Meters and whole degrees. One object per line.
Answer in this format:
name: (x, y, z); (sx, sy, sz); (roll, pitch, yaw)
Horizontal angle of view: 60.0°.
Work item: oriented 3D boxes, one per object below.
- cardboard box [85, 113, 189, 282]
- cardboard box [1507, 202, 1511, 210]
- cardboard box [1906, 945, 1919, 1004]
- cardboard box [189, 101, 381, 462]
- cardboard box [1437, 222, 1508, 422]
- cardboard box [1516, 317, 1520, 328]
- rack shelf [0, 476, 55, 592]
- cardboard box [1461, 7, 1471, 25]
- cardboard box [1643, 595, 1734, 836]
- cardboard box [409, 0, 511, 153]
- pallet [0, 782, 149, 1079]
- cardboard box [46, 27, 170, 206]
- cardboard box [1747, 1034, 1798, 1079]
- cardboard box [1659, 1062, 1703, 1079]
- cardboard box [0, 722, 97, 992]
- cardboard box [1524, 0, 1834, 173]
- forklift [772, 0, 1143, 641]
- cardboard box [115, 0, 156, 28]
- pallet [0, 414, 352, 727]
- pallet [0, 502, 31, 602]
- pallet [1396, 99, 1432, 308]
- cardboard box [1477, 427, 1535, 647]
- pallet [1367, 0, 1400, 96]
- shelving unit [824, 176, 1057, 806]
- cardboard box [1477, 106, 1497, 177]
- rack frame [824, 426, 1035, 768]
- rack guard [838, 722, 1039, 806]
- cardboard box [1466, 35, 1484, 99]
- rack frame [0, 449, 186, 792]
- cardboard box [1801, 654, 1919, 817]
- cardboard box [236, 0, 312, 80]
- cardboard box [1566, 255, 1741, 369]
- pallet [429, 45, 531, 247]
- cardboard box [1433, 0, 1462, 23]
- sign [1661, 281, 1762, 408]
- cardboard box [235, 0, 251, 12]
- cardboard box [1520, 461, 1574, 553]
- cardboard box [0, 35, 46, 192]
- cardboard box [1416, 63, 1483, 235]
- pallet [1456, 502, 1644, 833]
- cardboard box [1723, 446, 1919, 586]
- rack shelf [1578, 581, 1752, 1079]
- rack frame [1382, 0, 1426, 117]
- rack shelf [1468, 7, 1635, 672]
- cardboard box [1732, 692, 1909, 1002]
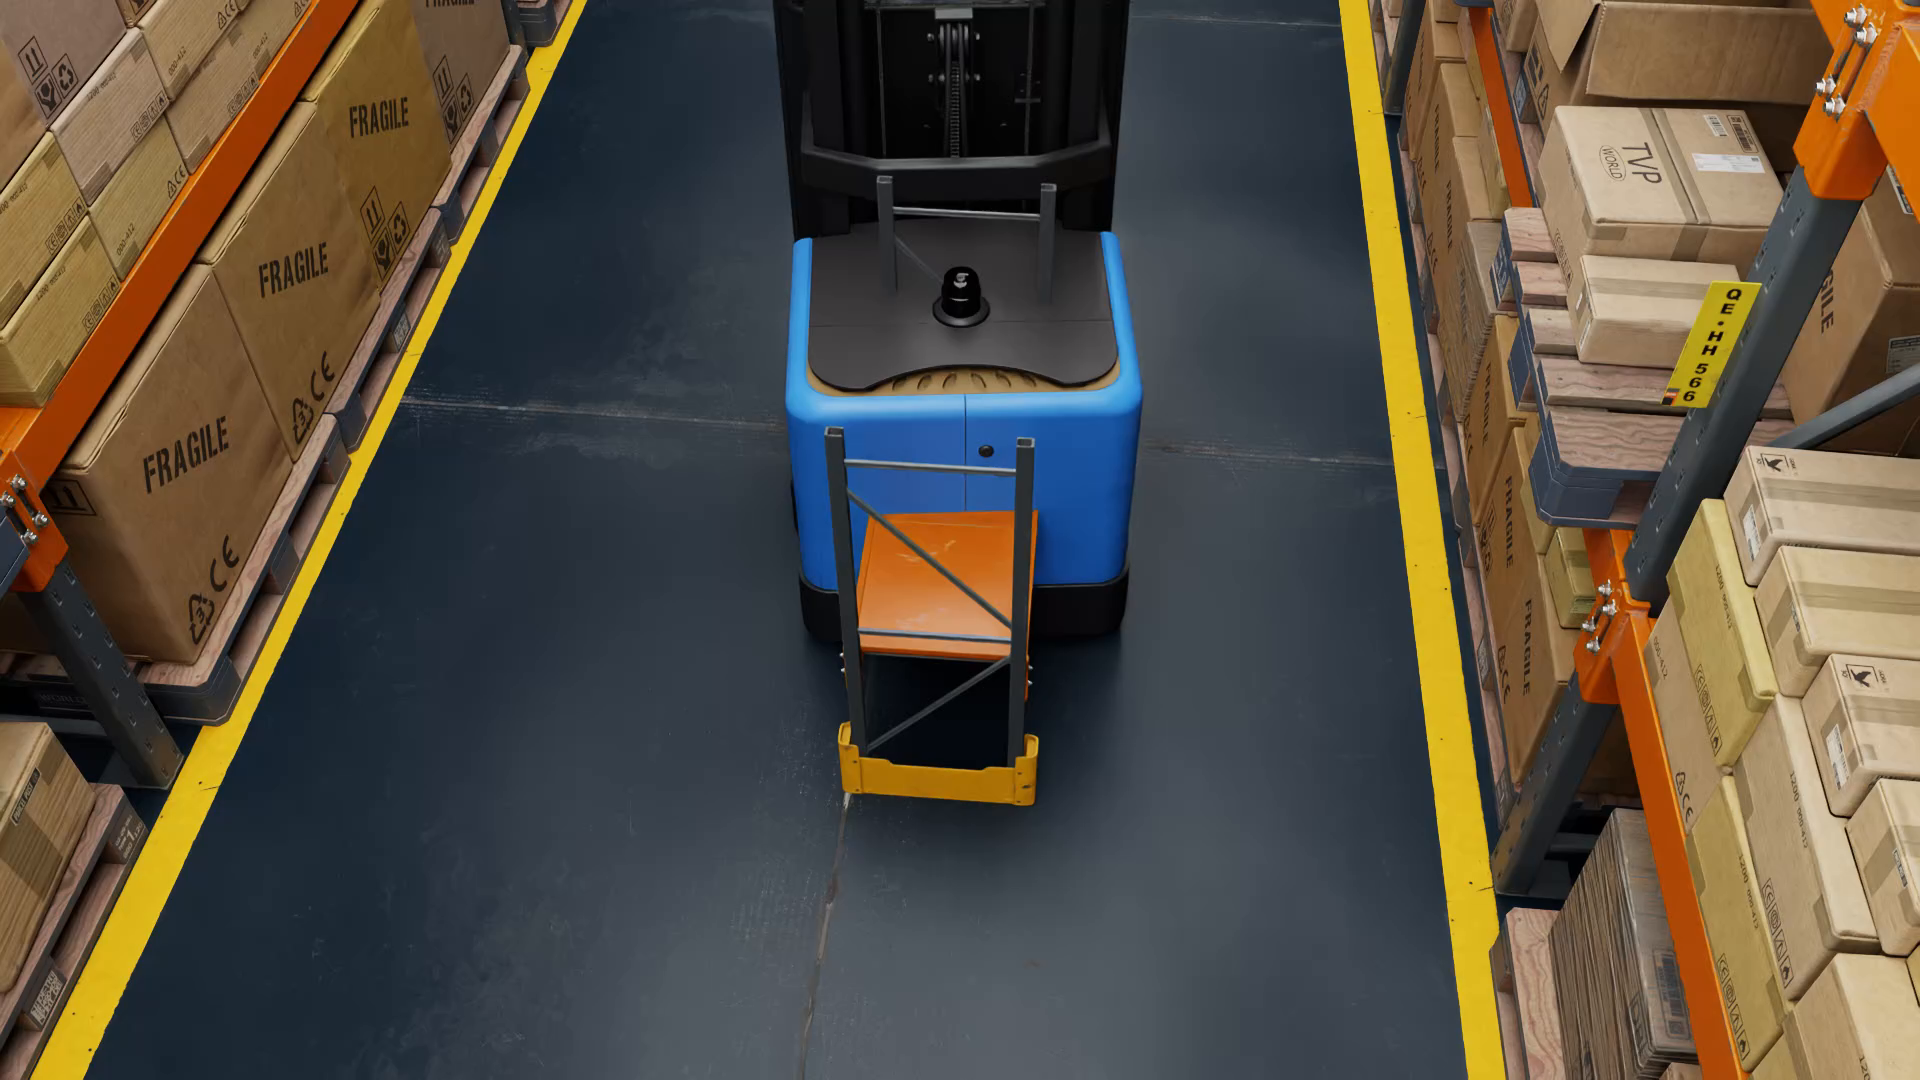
cardboard box: (-2.569, -0.997, 4.730); (0.500, 0.250, 0.500); (3, 48, 2)
cardboard box: (2.065, -1.042, 5.640); (0.380, 0.149, 0.250); (4, 48, 4)
cardboard box: (1.703, 0.733, 2.539); (0.380, 0.149, 0.250); (4, 48, 4)
cardboard box: (-2.662, -0.908, 5.703); (0.875, 0.875, 0.875); (4, 48, 4)
cardboard box: (2.005, -0.753, 5.815); (0.500, 0.500, 0.500); (2, 48, 2)
cardboard box: (1.996, -0.660, 5.290); (0.380, 0.149, 0.250); (3, 48, 3)
rack shelf: (-3.075, 1.386, 2.937); (1.077, 0.370, 4.000); (4, 48, 4)
cardboard box: (2.141, -2.112, 6.417); (0.380, 0.149, 0.250); (2, 48, 2)
cardboard box: (1.766, 0.365, 3.485); (0.500, 0.250, 0.500); (4, 48, 4)
cardboard box: (-2.505, -2.229, 6.911); (0.875, 0.875, 0.875); (5, 48, 5)
pallet: (-2.966, 1.189, 4.519); (1.003, 0.211, 1.213); (4, 48, 4)
cardboard box: (-2.553, -1.180, 4.559); (0.500, 0.250, 0.500); (5, 48, 4)
cardboard box: (1.676, 1.113, 2.801); (0.500, 0.250, 0.500); (2, 48, 2)
cardboard box: (1.928, 1.603, 3.576); (0.875, 0.625, 0.625); (5, 48, 5)
cardboard box: (-2.955, 0.833, 4.451); (0.950, 0.372, 0.625); (1, 48, 1)
cardboard box: (2.015, -1.384, 4.628); (0.797, 0.503, 0.637); (3, 48, 3)
forklift: (-0.035, -1.742, 5.357); (1.130, 2.935, 3.031); (-1, 48, -1)
cardboard box: (-2.507, -1.788, 4.607); (0.500, 0.500, 0.500); (5, 48, 5)
pallet: (-2.746, 0.041, 5.570); (1.003, 0.211, 1.213); (4, 48, 4)
pallet: (-2.852, 0.269, 3.601); (1.213, 0.211, 1.003); (4, 48, 4)
pallet: (2.378, -1.393, 6.881); (1.003, 0.211, 1.213); (4, 48, 4)
cardboard box: (1.931, 0.015, 5.113); (0.500, 0.500, 0.500); (3, 48, 3)
pallet: (2.478, -2.498, 7.892); (1.003, 0.211, 1.213); (4, 48, 4)
shelving unit: (-0.023, -0.119, 4.840); (0.587, 1.500, 1.083); (4, 48, 4)
cardboard box: (2.085, -1.424, 5.990); (0.380, 0.149, 0.250); (4, 48, 3)
rack frame: (-0.069, 0.262, 4.492); (0.500, 1.500, 0.032); (4, 48, 4)
rack guard: (-0.064, 0.670, 4.966); (0.587, 0.250, 0.087); (4, 48, 4)
cardboard box: (2.157, -1.808, 6.340); (0.380, 0.149, 0.250); (2, 48, 2)
rack frame: (-2.893, -0.326, 4.016); (1.000, 3.000, 0.127); (4, 48, 4)
cardboard box: (1.707, 0.353, 2.887); (0.380, 0.149, 0.250); (5, 48, 5)
cardboard box: (-2.474, -1.745, 5.415); (0.500, 0.250, 0.500); (4, 48, 4)
cardboard box: (1.728, -0.561, 4.116); (0.380, 0.149, 0.250); (5, 48, 4)
pallet: (-2.524, -1.752, 7.210); (1.003, 0.211, 1.213); (4, 48, 4)
cardboard box: (2.117, -2.206, 6.704); (0.380, 0.149, 0.250); (6, 48, 5)
sign: (1.509, -0.389, 3.342); (0.100, 0.325, 0.005); (4, 48, 4)
cardboard box: (-2.436, -1.917, 5.233); (0.500, 0.250, 0.500); (5, 48, 4)
cardboard box: (1.837, -0.095, 4.774); (0.380, 0.149, 0.250); (2, 48, 2)
cardboard box: (-2.605, -1.043, 3.926); (0.500, 0.500, 0.500); (2, 48, 2)
cardboard box: (2.108, -1.500, 6.499); (0.500, 0.500, 0.500); (3, 48, 3)
pallet: (2.156, 0.400, 5.241); (1.003, 0.211, 1.213); (4, 48, 4)
cardboard box: (1.728, -0.033, 3.240); (0.380, 0.149, 0.250); (5, 48, 5)
rack shelf: (1.868, 1.717, 2.634); (1.077, 0.370, 4.000); (4, 48, 4)
rack frame: (2.415, -2.934, 6.401); (1.000, 3.000, 0.127); (4, 48, 4)
rack shelf: (2.232, -1.222, 5.322); (1.077, 0.370, 4.000); (4, 48, 4)
cardboard box: (1.720, 0.564, 2.964); (0.500, 0.250, 0.500); (5, 48, 5)
